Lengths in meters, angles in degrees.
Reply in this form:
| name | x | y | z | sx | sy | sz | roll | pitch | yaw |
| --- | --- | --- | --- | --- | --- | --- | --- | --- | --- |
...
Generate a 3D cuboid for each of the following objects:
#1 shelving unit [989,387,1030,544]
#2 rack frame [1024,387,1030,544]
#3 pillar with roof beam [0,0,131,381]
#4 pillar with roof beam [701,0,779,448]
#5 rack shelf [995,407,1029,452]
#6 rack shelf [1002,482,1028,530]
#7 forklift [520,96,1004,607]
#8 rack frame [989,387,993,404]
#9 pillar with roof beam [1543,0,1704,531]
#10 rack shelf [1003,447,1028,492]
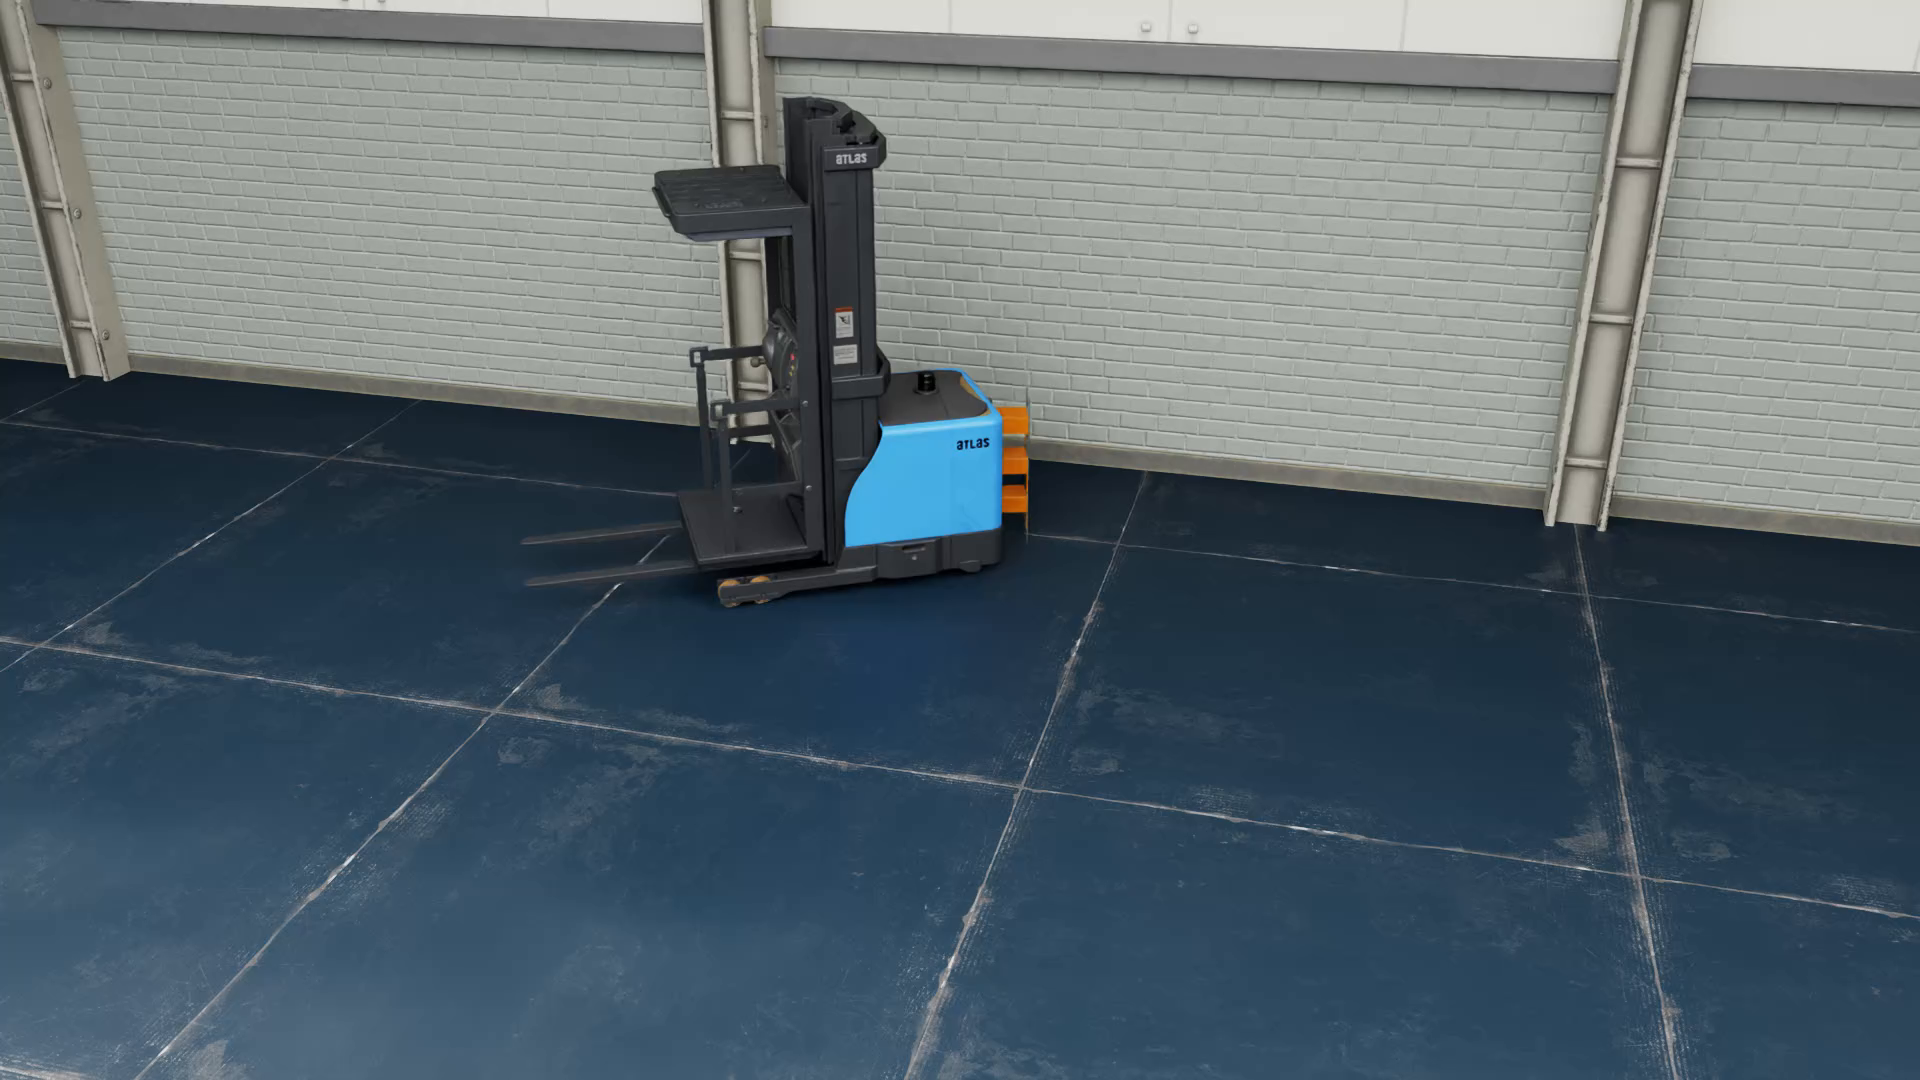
| name | x | y | z | sx | sy | sz | roll | pitch | yaw |
| --- | --- | --- | --- | --- | --- | --- | --- | --- | --- |
| shelving unit | 0.323 | -0.487 | 11.051 | 0.252 | 1.050 | 0.215 | -1 | 25 | -3 |
| rack frame | 0.445 | -0.489 | 11.057 | 0.008 | 1.050 | 0.200 | -1 | 25 | -3 |
| pillar with roof beam | -8.430 | -3.699 | 8.551 | 0.400 | 9.000 | 9.100 | 6 | 26 | 13 |
| pillar with roof beam | -2.619 | -3.057 | 7.202 | 0.400 | 9.000 | 9.100 | 6 | 26 | 13 |
| rack shelf | 0.323 | -0.733 | 10.933 | 0.240 | 0.259 | 0.215 | -1 | 25 | -3 |
| rack shelf | 0.323 | -0.226 | 11.175 | 0.240 | 0.259 | 0.215 | -1 | 25 | -3 |
| forklift | -1.290 | -1.158 | 10.272 | 3.031 | 2.935 | 1.130 | -7 | 26 | -14 |
| rack frame | 0.201 | -0.484 | 11.045 | 0.008 | 1.050 | 0.200 | -1 | 25 | -3 |
| pillar with roof beam | 3.192 | -2.415 | 5.853 | 0.400 | 9.000 | 9.100 | 6 | 26 | 13 |
| rack shelf | 0.323 | -0.477 | 11.055 | 0.240 | 0.259 | 0.215 | -1 | 25 | -3 |
